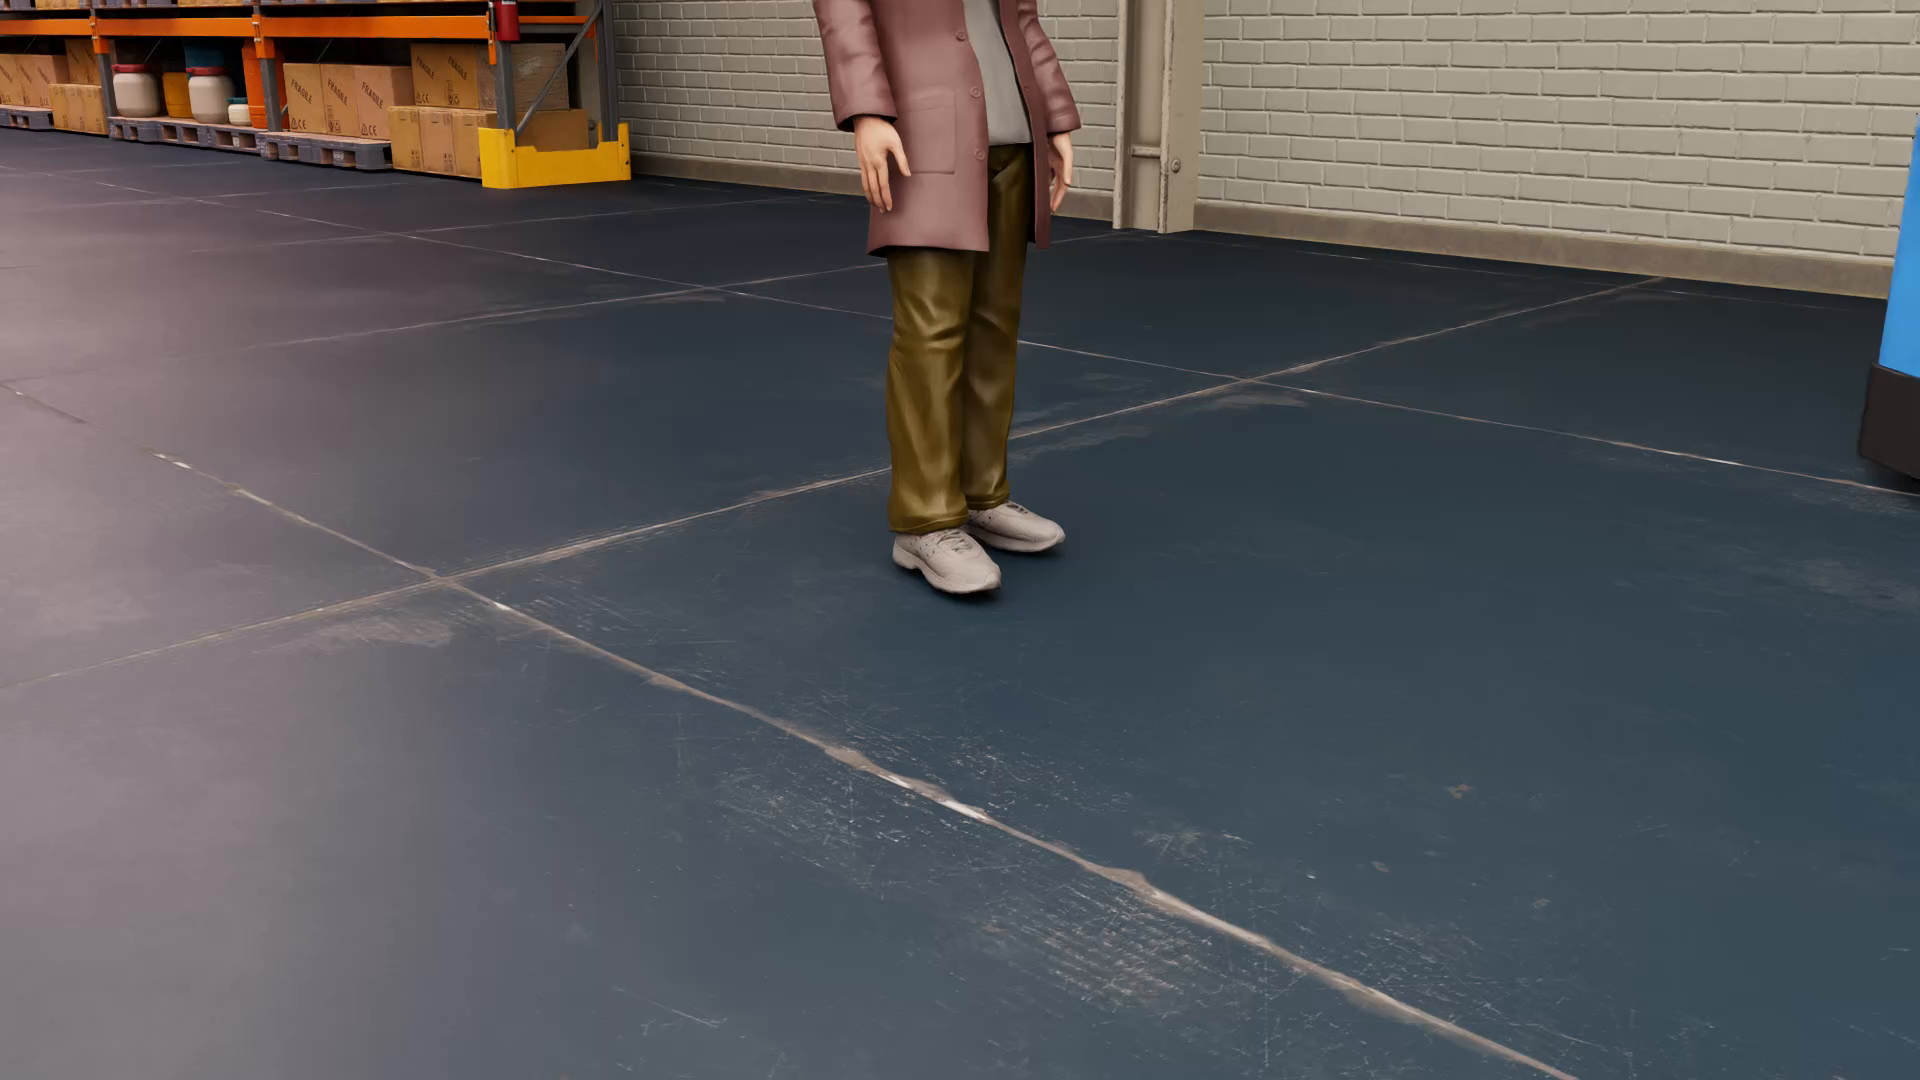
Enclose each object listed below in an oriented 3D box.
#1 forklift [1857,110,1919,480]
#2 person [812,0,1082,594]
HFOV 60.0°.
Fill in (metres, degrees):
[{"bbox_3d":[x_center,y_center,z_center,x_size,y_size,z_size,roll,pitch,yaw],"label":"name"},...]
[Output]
[{"bbox_3d":[3.905,-1.456,3.643,3.031,2.935,1.130,-1,17,-4],"label":"forklift"},{"bbox_3d":[0.063,-0.837,3.566,0.579,1.778,0.698,16,23,42],"label":"person"}]
